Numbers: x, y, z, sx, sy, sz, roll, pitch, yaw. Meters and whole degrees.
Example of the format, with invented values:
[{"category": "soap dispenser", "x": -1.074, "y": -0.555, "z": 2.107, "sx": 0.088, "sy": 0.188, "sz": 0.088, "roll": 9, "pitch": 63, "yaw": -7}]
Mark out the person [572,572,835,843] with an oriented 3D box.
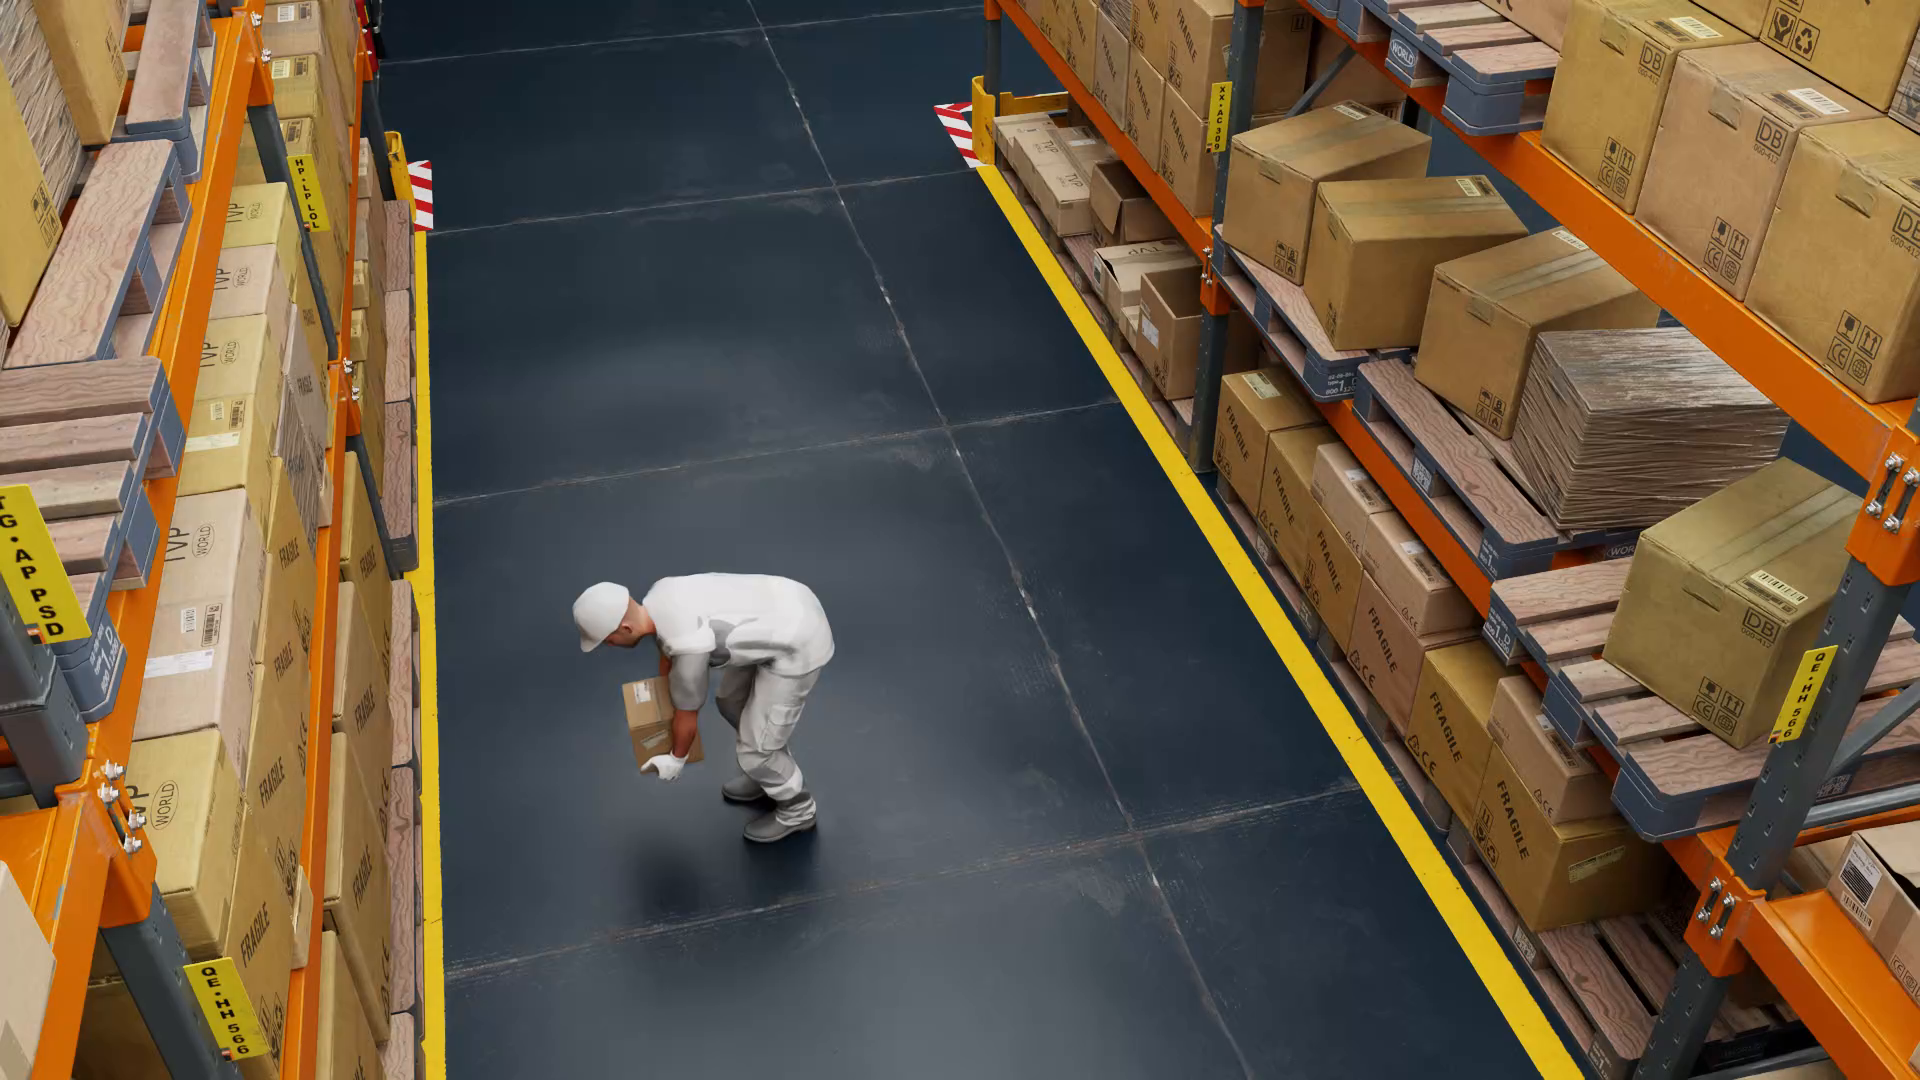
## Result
[{"category": "person", "x": -0.929, "y": 0.611, "z": 6.315, "sx": 0.919, "sy": 1.287, "sz": 0.499, "roll": -11, "pitch": 39, "yaw": -13}]
